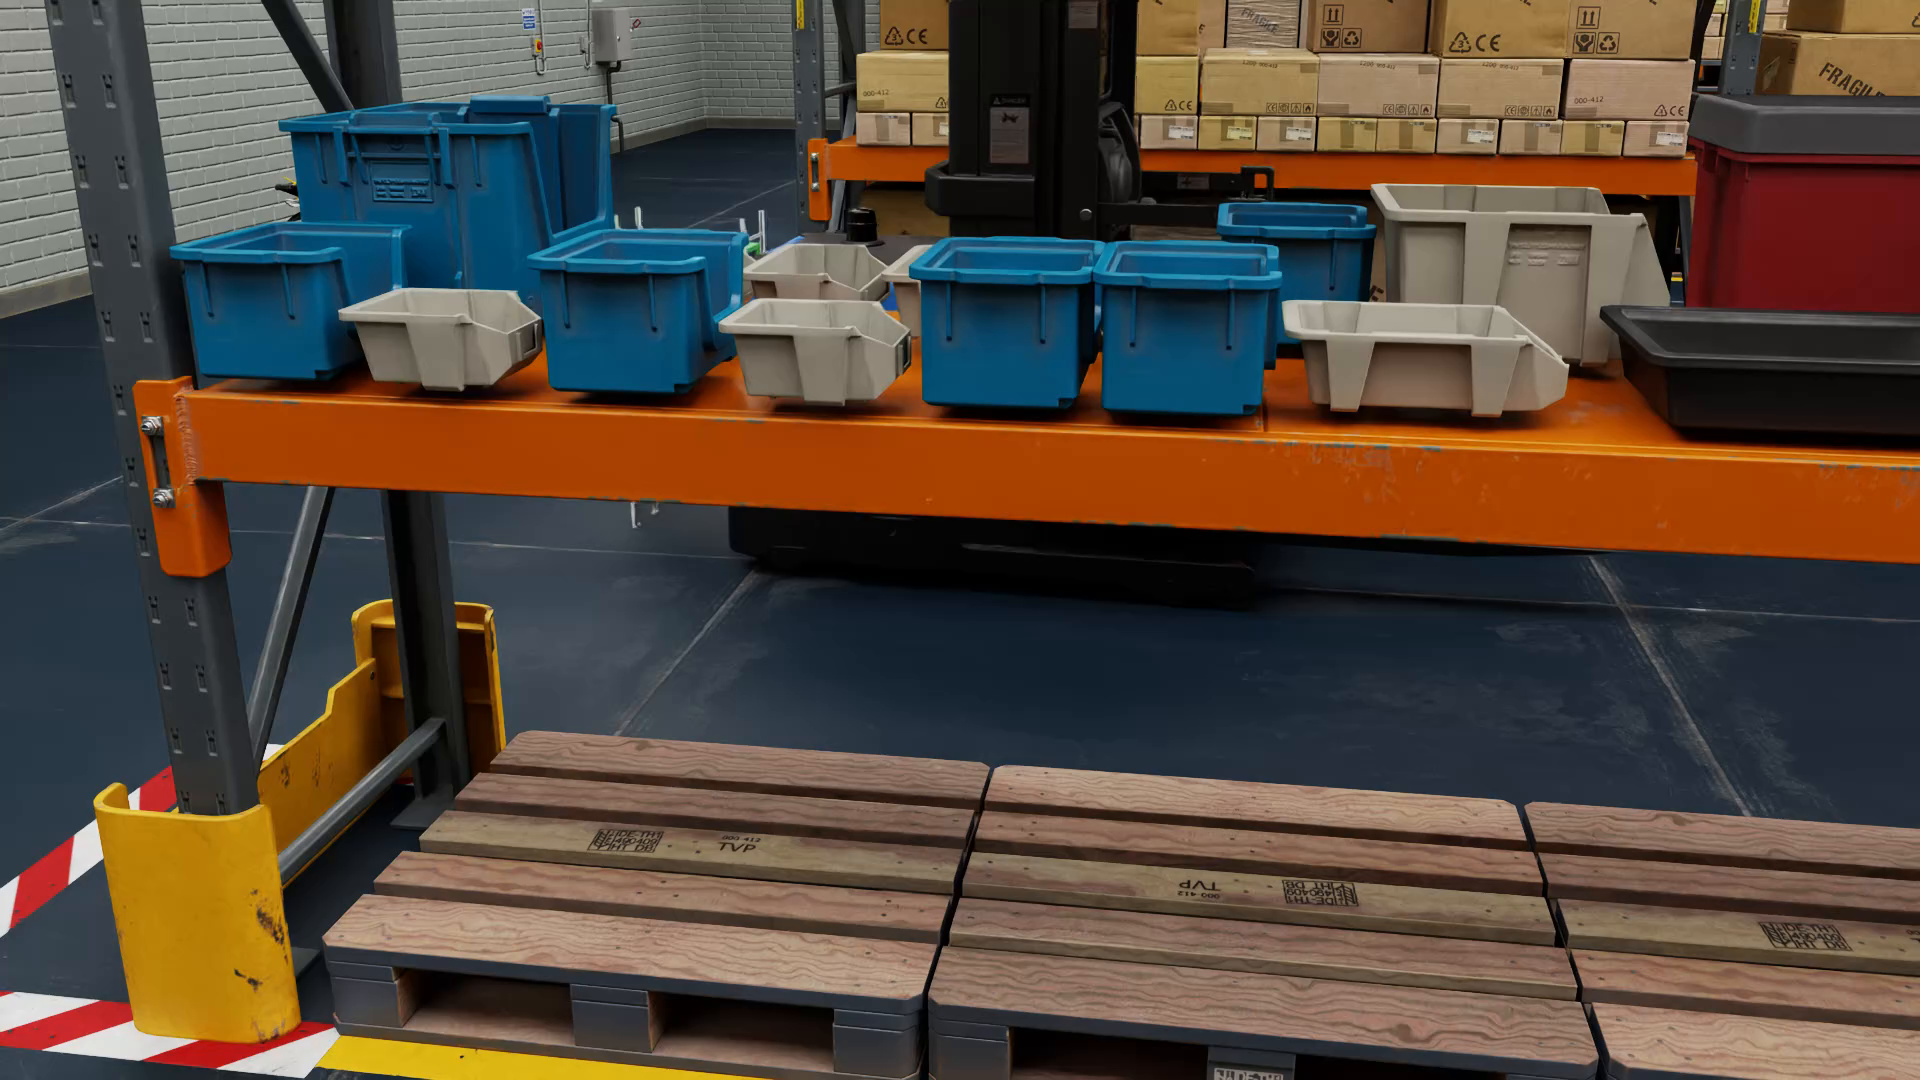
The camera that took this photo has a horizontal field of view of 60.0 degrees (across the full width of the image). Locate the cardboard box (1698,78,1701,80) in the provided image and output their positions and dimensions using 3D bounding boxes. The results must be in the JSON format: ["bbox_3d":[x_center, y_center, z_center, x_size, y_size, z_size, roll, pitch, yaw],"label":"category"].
[{"bbox_3d":[7.305,-4.163,16.705,0.875,0.875,0.875,3,19,9],"label":"cardboard box"}]

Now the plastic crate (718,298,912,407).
[{"bbox_3d":[-0.238,-0.322,2.860,0.298,0.136,0.250,3,19,9],"label":"plastic crate"}]

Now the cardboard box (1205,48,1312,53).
[{"bbox_3d":[1.422,-2.215,7.963,0.500,0.250,0.500,3,19,9],"label":"cardboard box"}]

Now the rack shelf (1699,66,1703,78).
[{"bbox_3d":[6.879,-4.624,16.529,4.000,0.370,1.077,3,19,9],"label":"rack shelf"}]

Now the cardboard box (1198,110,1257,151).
[{"bbox_3d":[1.200,-1.845,7.486,0.250,0.149,0.380,2,19,7],"label":"cardboard box"}]

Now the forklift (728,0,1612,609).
[{"bbox_3d":[0.738,-1.342,5.693,3.031,2.935,1.130,4,19,11],"label":"forklift"}]

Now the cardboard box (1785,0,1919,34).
[{"bbox_3d":[3.964,-2.455,7.174,0.637,0.503,0.797,2,19,7],"label":"cardboard box"}]

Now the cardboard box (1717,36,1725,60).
[{"bbox_3d":[5.304,-3.387,11.433,0.250,0.149,0.380,3,19,9],"label":"cardboard box"}]

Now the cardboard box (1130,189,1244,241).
[{"bbox_3d":[0.926,-1.301,8.151,0.875,0.875,0.875,3,19,9],"label":"cardboard box"}]

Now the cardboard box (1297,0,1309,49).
[{"bbox_3d":[2.693,-3.686,11.966,0.500,0.500,0.500,3,19,8],"label":"cardboard box"}]

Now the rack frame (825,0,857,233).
[{"bbox_3d":[-0.616,-2.164,8.042,0.053,2.616,0.949,3,19,9],"label":"rack frame"}]

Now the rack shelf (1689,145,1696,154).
[{"bbox_3d":[5.307,-1.519,7.250,4.000,0.370,1.077,3,19,9],"label":"rack shelf"}]

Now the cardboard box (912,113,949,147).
[{"bbox_3d":[-0.065,-1.910,7.679,0.250,0.149,0.380,3,19,8],"label":"cardboard box"}]

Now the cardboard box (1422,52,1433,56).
[{"bbox_3d":[2.420,-2.163,7.809,0.500,0.250,0.500,3,19,8],"label":"cardboard box"}]

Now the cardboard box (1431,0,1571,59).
[{"bbox_3d":[2.342,-2.353,7.193,0.500,0.500,0.500,3,19,9],"label":"cardboard box"}]

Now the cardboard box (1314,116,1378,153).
[{"bbox_3d":[1.711,-1.819,7.409,0.250,0.149,0.380,3,19,8],"label":"cardboard box"}]

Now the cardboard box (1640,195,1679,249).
[{"bbox_3d":[4.906,-2.403,12.037,0.500,0.500,0.500,4,19,11],"label":"cardboard box"}]

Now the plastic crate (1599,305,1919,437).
[{"bbox_3d":[1.399,-0.280,2.751,0.590,0.125,0.437,3,19,9],"label":"plastic crate"}]

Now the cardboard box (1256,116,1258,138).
[{"bbox_3d":[1.554,-2.039,8.066,0.250,0.149,0.380,2,19,7],"label":"cardboard box"}]

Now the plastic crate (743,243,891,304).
[{"bbox_3d":[-0.285,-0.511,3.423,0.243,0.136,0.396,3,19,9],"label":"plastic crate"}]

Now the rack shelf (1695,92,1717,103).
[{"bbox_3d":[6.194,-3.068,11.879,4.000,0.370,1.077,3,19,9],"label":"rack shelf"}]

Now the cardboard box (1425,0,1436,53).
[{"bbox_3d":[2.415,-2.518,7.687,0.500,0.500,0.500,3,19,9],"label":"cardboard box"}]

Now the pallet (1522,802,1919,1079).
[{"bbox_3d":[1.815,0.888,3.316,1.213,0.211,1.003,3,19,9],"label":"pallet"}]

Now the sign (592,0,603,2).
[{"bbox_3d":[-4.352,-6.579,19.937,0.001,0.242,0.339,3,19,9],"label":"sign"}]

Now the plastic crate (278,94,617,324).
[{"bbox_3d":[-1.042,-0.698,3.511,0.499,0.435,0.616,3,19,9],"label":"plastic crate"}]

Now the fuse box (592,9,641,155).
[{"bbox_3d":[-4.139,-5.583,20.293,0.414,1.711,0.539,3,19,9],"label":"fuse box"}]

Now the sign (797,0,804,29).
[{"bbox_3d":[-0.711,-2.437,7.370,0.005,0.325,0.100,3,19,9],"label":"sign"}]

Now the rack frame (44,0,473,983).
[{"bbox_3d":[-1.403,-0.611,3.401,0.127,3.000,1.000,3,19,9],"label":"rack frame"}]

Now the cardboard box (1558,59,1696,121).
[{"bbox_3d":[2.855,-1.971,7.234,0.500,0.250,0.500,3,19,8],"label":"cardboard box"}]

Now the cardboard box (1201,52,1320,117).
[{"bbox_3d":[1.340,-2.049,7.466,0.500,0.250,0.500,3,19,8],"label":"cardboard box"}]

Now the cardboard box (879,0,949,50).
[{"bbox_3d":[-0.094,-2.646,8.069,0.500,0.500,0.500,3,19,9],"label":"cardboard box"}]

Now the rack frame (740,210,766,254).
[{"bbox_3d":[-0.760,-0.620,6.264,0.015,1.200,0.240,4,19,11],"label":"rack frame"}]

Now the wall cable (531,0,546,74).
[{"bbox_3d":[-4.616,-6.040,17.978,0.123,1.953,0.585,3,19,9],"label":"wall cable"}]

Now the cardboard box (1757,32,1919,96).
[{"bbox_3d":[3.747,-1.907,7.118,0.500,0.500,0.500,3,19,9],"label":"cardboard box"}]

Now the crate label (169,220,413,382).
[{"bbox_3d":[-1.211,-0.444,3.073,0.303,0.233,0.416,3,19,9],"label":"crate label"}]

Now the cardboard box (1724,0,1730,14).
[{"bbox_3d":[5.310,-3.669,11.338,0.250,0.149,0.380,3,19,8],"label":"cardboard box"}]

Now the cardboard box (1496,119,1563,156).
[{"bbox_3d":[2.472,-1.781,7.293,0.250,0.149,0.380,3,19,8],"label":"cardboard box"}]

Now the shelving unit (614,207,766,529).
[{"bbox_3d":[-0.999,-0.635,6.311,0.503,1.200,0.258,4,19,11],"label":"shelving unit"}]
